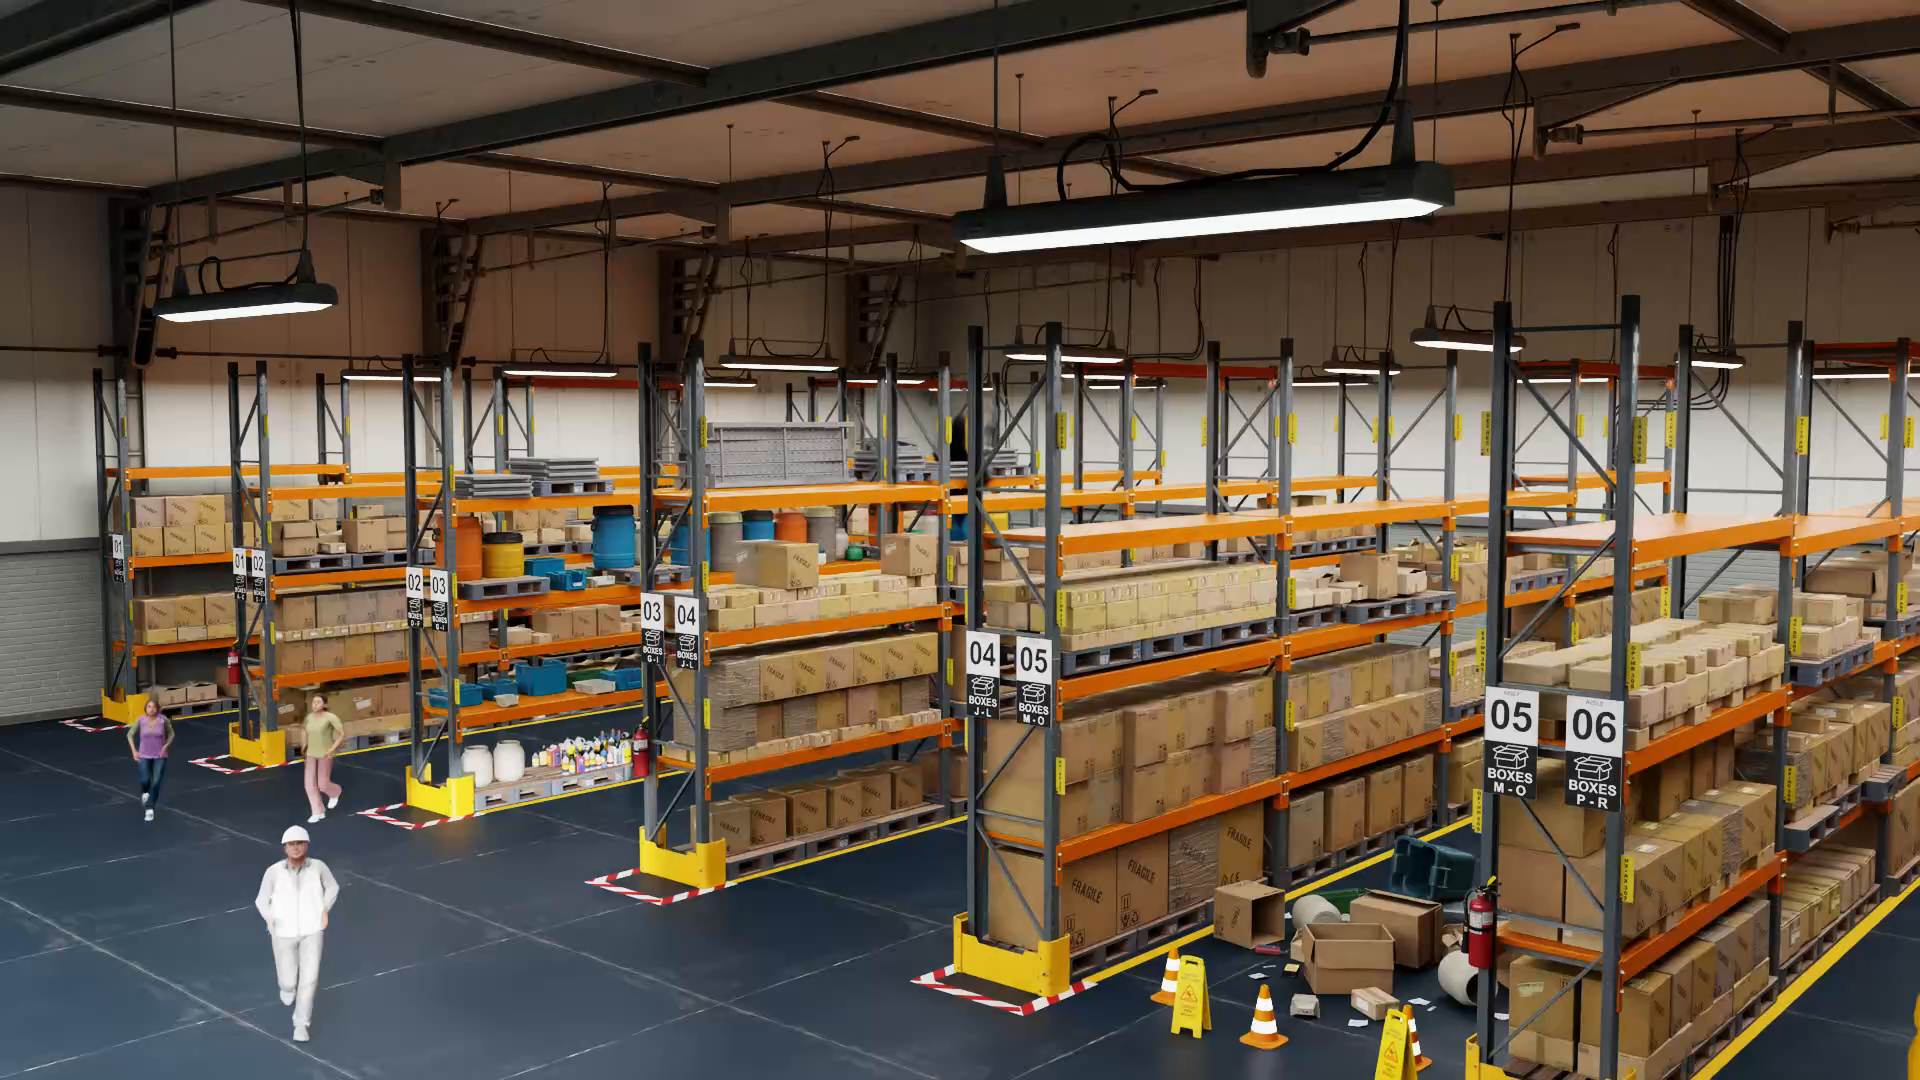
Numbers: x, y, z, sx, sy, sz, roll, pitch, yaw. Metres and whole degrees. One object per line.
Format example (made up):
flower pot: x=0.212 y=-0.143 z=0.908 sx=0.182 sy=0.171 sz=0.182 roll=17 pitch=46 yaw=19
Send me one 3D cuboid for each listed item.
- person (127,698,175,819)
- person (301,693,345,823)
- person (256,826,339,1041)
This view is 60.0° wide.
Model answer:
person: x=-10.447 y=2.816 z=21.506 sx=0.551 sy=1.558 sz=0.531 roll=-2 pitch=5 yaw=-28
person: x=-8.216 y=2.770 z=21.428 sx=0.595 sy=1.631 sz=0.697 roll=0 pitch=4 yaw=6
person: x=-5.560 y=3.272 z=13.993 sx=0.661 sy=1.743 sz=0.778 roll=-2 pitch=5 yaw=-24
